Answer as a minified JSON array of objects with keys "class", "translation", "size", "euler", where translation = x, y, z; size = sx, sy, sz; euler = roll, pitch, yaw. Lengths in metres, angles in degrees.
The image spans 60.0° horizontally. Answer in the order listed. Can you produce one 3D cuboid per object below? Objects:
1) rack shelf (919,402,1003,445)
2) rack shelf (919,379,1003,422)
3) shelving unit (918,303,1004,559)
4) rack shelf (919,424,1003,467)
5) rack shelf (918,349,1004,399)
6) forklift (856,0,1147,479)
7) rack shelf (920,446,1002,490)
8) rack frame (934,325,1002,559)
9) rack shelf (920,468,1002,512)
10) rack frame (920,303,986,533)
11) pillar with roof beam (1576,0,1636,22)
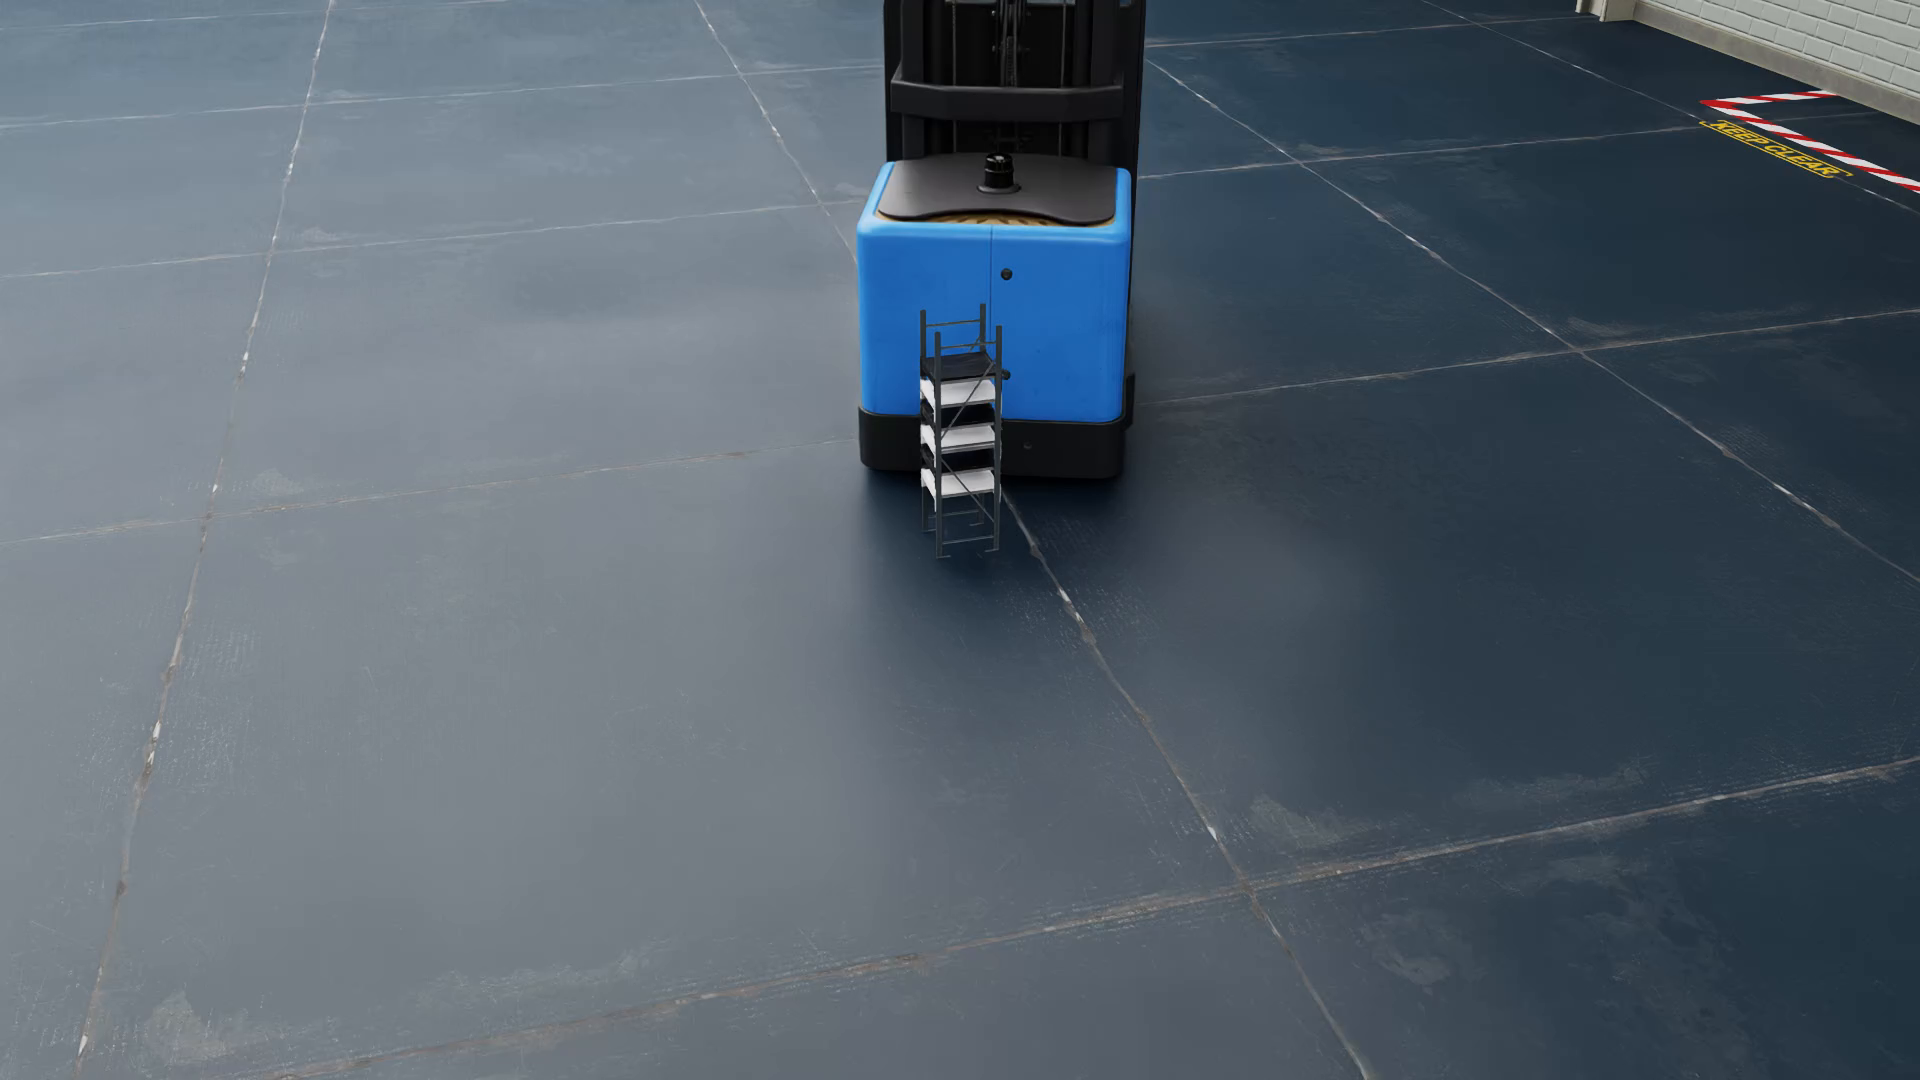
[{"class":"rack shelf","translation":[0.002,-0.435,5.989],"size":[0.258,0.077,0.200],"euler":[-8,31,-13]},{"class":"rack shelf","translation":[0.002,-0.512,5.944],"size":[0.258,0.077,0.200],"euler":[-8,31,-13]},{"class":"shelving unit","translation":[0.002,-0.386,6.018],"size":[0.258,0.900,0.210],"euler":[-8,31,-13]},{"class":"rack shelf","translation":[0.002,-0.357,6.034],"size":[0.258,0.077,0.200],"euler":[-8,31,-13]},{"class":"rack shelf","translation":[0.002,-0.590,5.899],"size":[0.258,0.077,0.200],"euler":[-8,31,-13]},{"class":"forklift","translation":[0.248,-2.219,7.159],"size":[1.130,2.935,3.031],"euler":[3,30,4]},{"class":"rack shelf","translation":[0.002,-0.279,6.080],"size":[0.258,0.077,0.200],"euler":[-8,31,-13]},{"class":"rack frame","translation":[0.029,-0.336,5.933],"size":[0.240,0.900,0.006],"euler":[-8,31,-13]},{"class":"rack shelf","translation":[0.002,-0.201,6.125],"size":[0.258,0.077,0.200],"euler":[-8,31,-13]},{"class":"rack frame","translation":[-0.025,-0.435,6.103],"size":[0.240,0.900,0.006],"euler":[-8,31,-13]},{"class":"pillar with roof beam","translation":[1.183,-7.660,10.501],"size":[9.100,9.000,0.400],"euler":[-8,31,-13]}]
